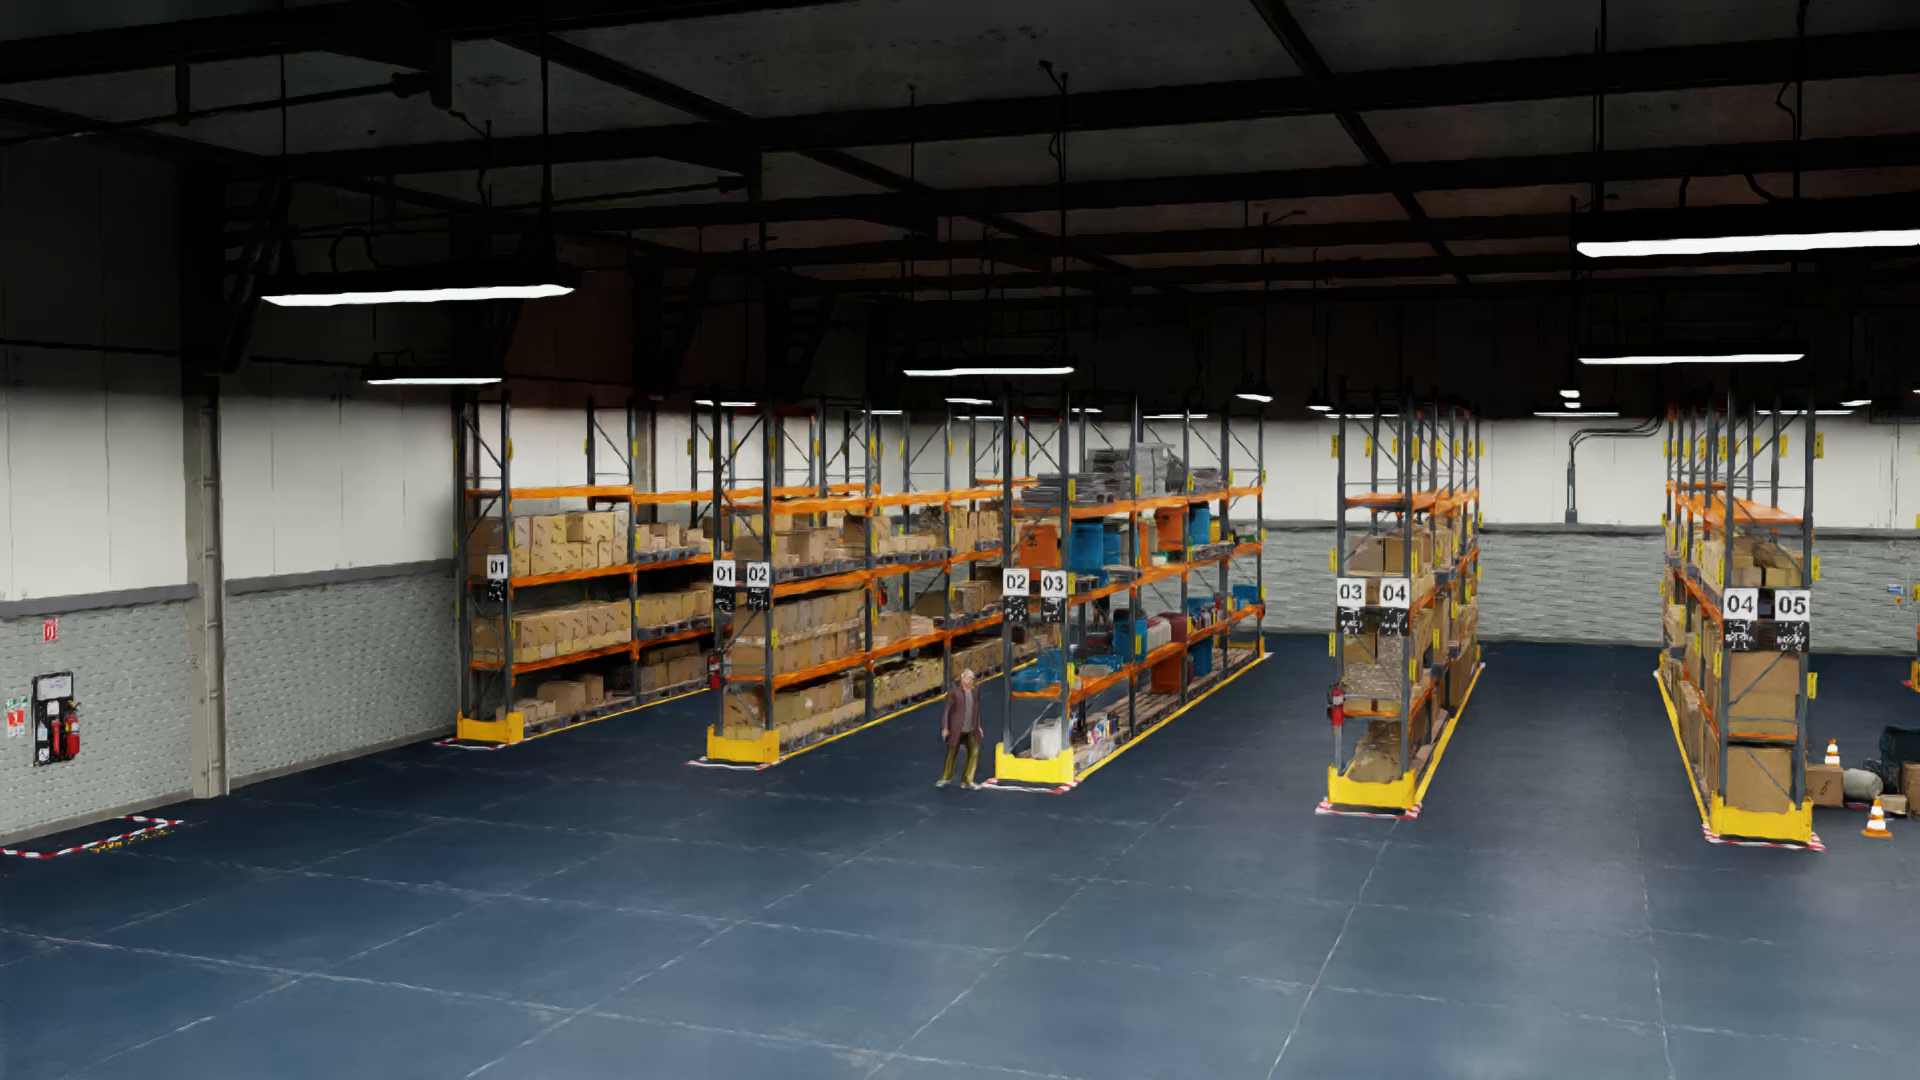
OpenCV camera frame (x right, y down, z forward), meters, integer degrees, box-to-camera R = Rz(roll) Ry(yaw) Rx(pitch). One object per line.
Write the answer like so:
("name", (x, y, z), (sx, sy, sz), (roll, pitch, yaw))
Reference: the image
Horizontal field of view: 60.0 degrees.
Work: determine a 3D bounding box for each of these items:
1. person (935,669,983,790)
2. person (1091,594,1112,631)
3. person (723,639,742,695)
("person", (-0.019, 2.779, 24.499), (0.699, 1.763, 0.553), (-1, 3, -21))
("person", (3.675, 1.773, 42.875), (0.733, 1.709, 0.564), (-2, 4, -32))
("person", (-4.087, 2.563, 29.722), (0.565, 1.618, 0.507), (1, 3, 19))
